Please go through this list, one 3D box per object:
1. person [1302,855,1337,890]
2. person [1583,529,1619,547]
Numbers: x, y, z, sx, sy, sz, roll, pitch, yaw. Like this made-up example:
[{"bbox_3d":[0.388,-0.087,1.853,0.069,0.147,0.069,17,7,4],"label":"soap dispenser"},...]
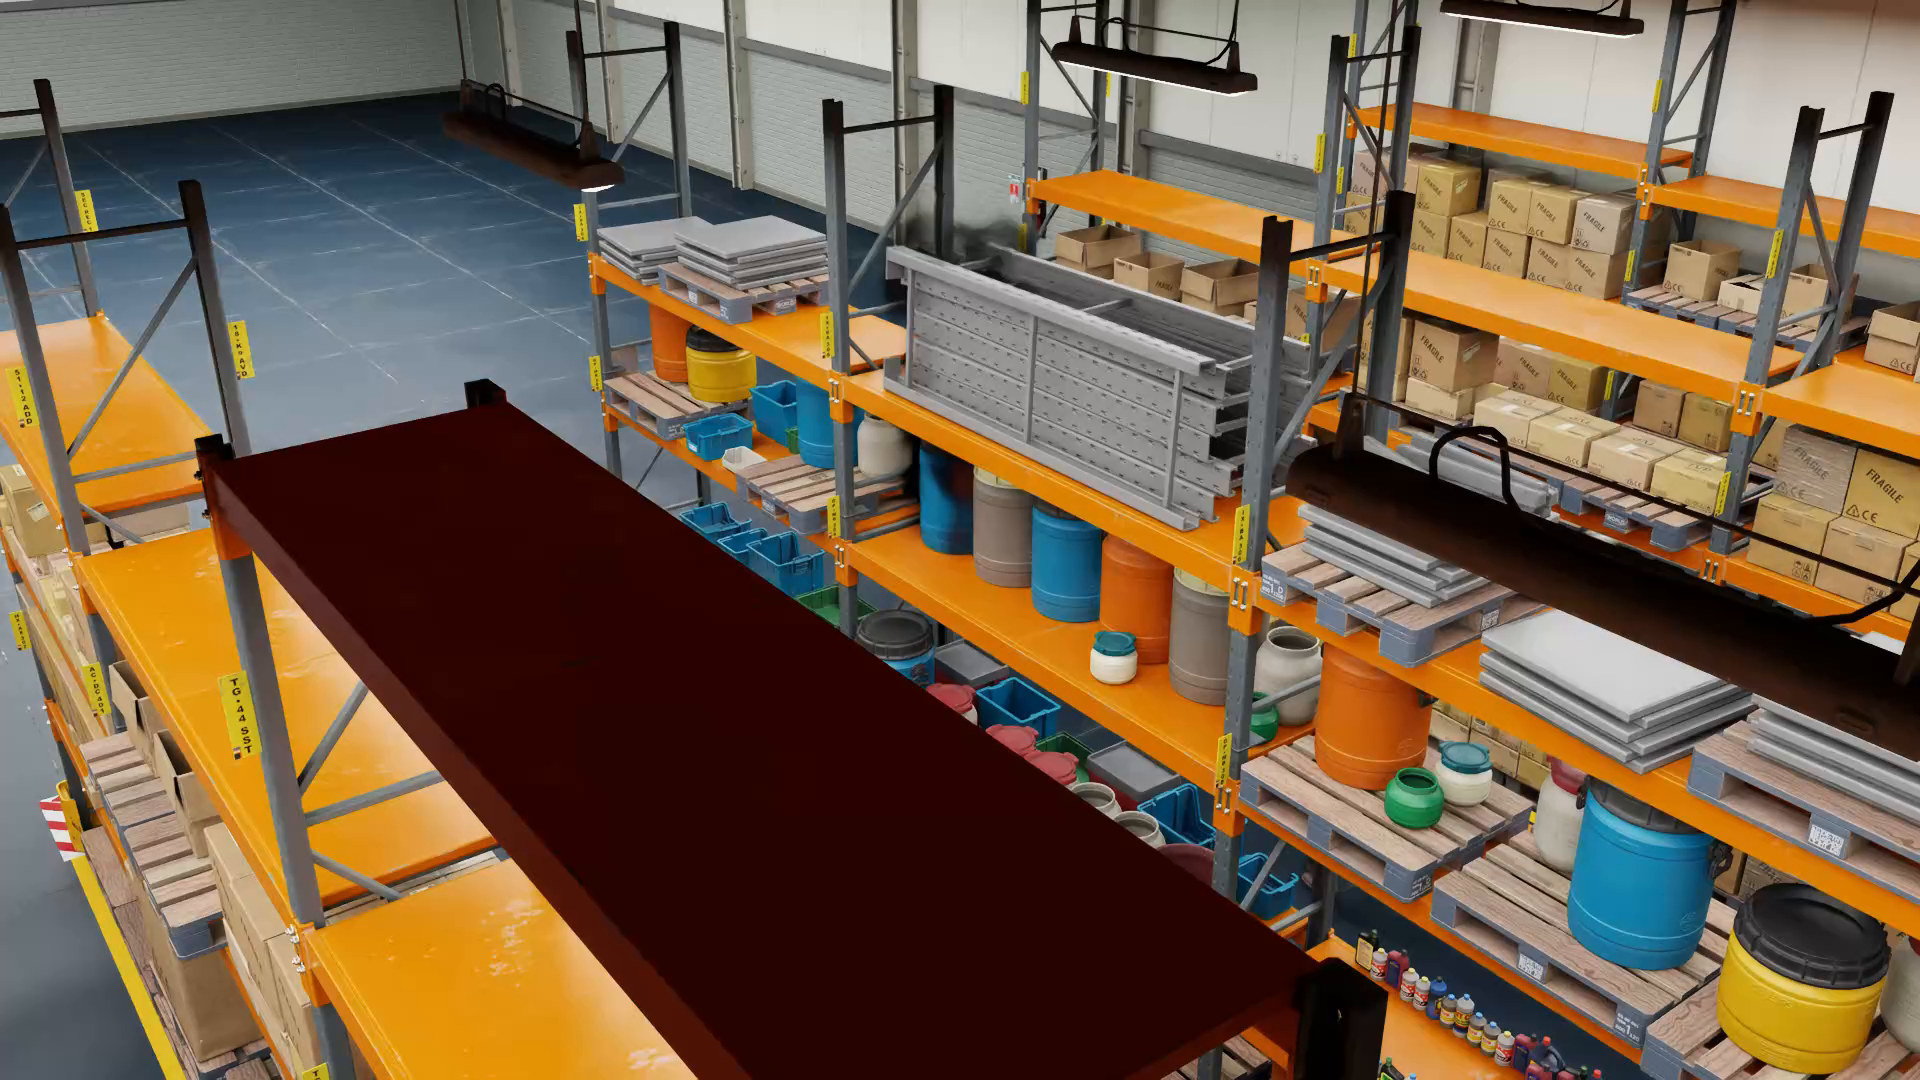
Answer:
[{"bbox_3d":[2.708,1.926,12.848,0.633,1.617,0.552,17,30,32],"label":"person"},{"bbox_3d":[6.120,0.382,16.083,0.734,1.749,0.653,18,30,34],"label":"person"}]
